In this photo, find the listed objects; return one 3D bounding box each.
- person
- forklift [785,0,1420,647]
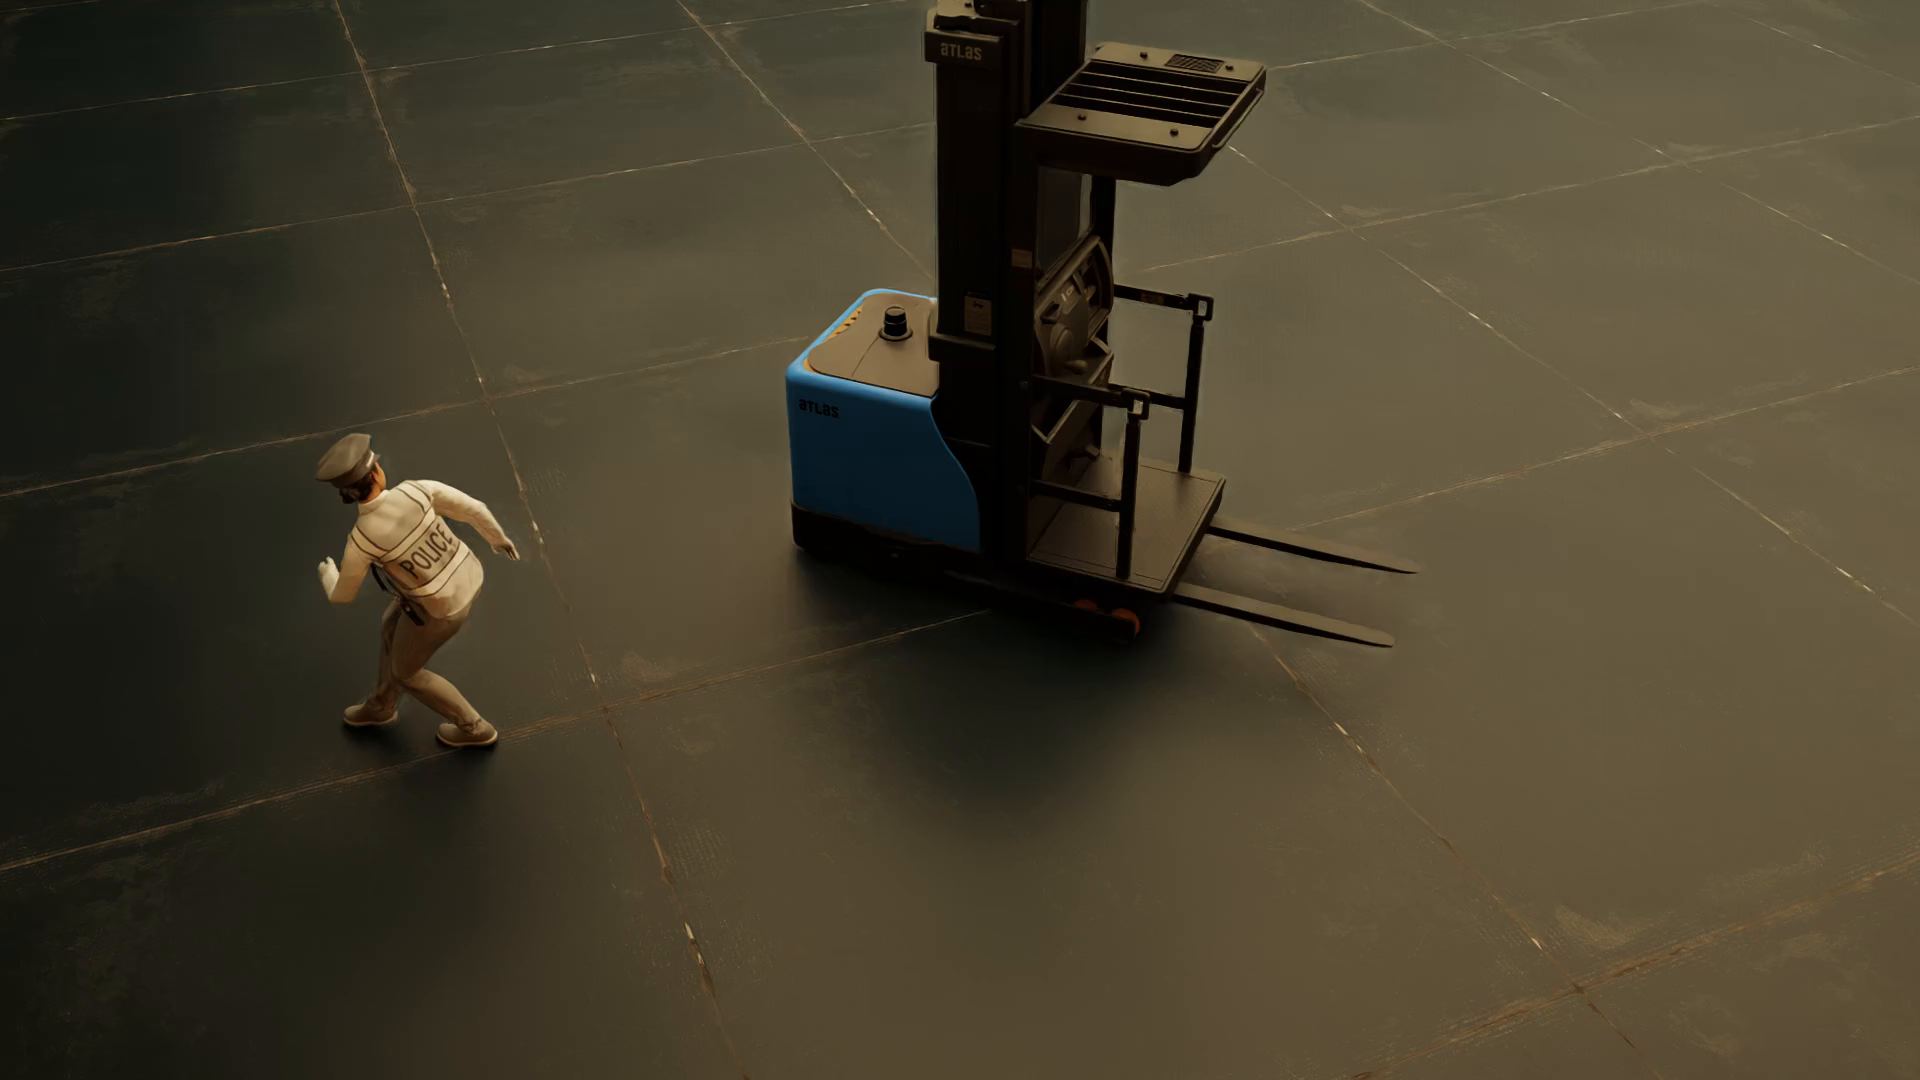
[{"bbox_3d":[-2.361,0.173,7.080,0.732,1.526,0.701,12,37,16],"label":"person"},{"bbox_3d":[0.710,-1.052,7.578,3.031,2.935,1.130,14,38,19],"label":"forklift"}]
